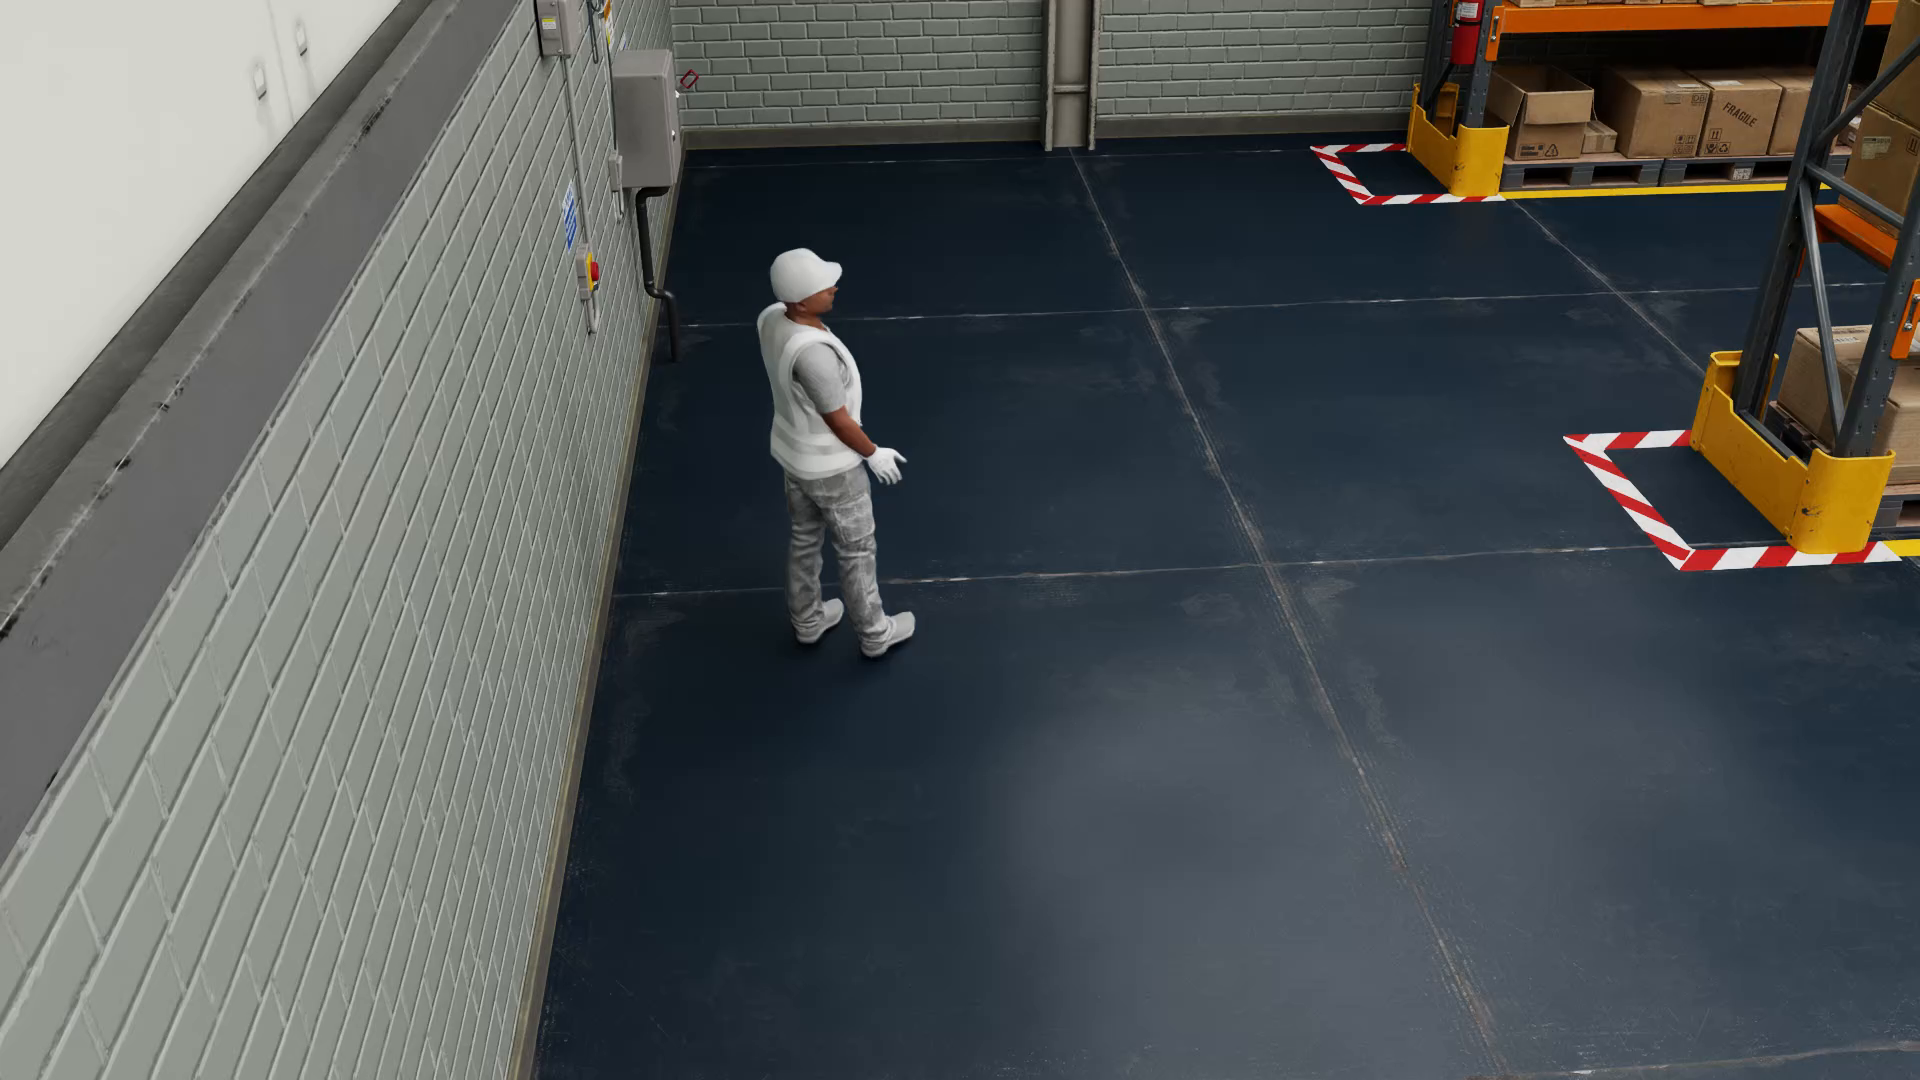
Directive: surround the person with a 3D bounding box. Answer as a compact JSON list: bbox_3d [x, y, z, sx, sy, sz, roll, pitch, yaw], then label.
[{"bbox_3d":[-0.490,-0.360,6.682,0.566,1.789,0.548,-17,35,-26],"label":"person"}]
